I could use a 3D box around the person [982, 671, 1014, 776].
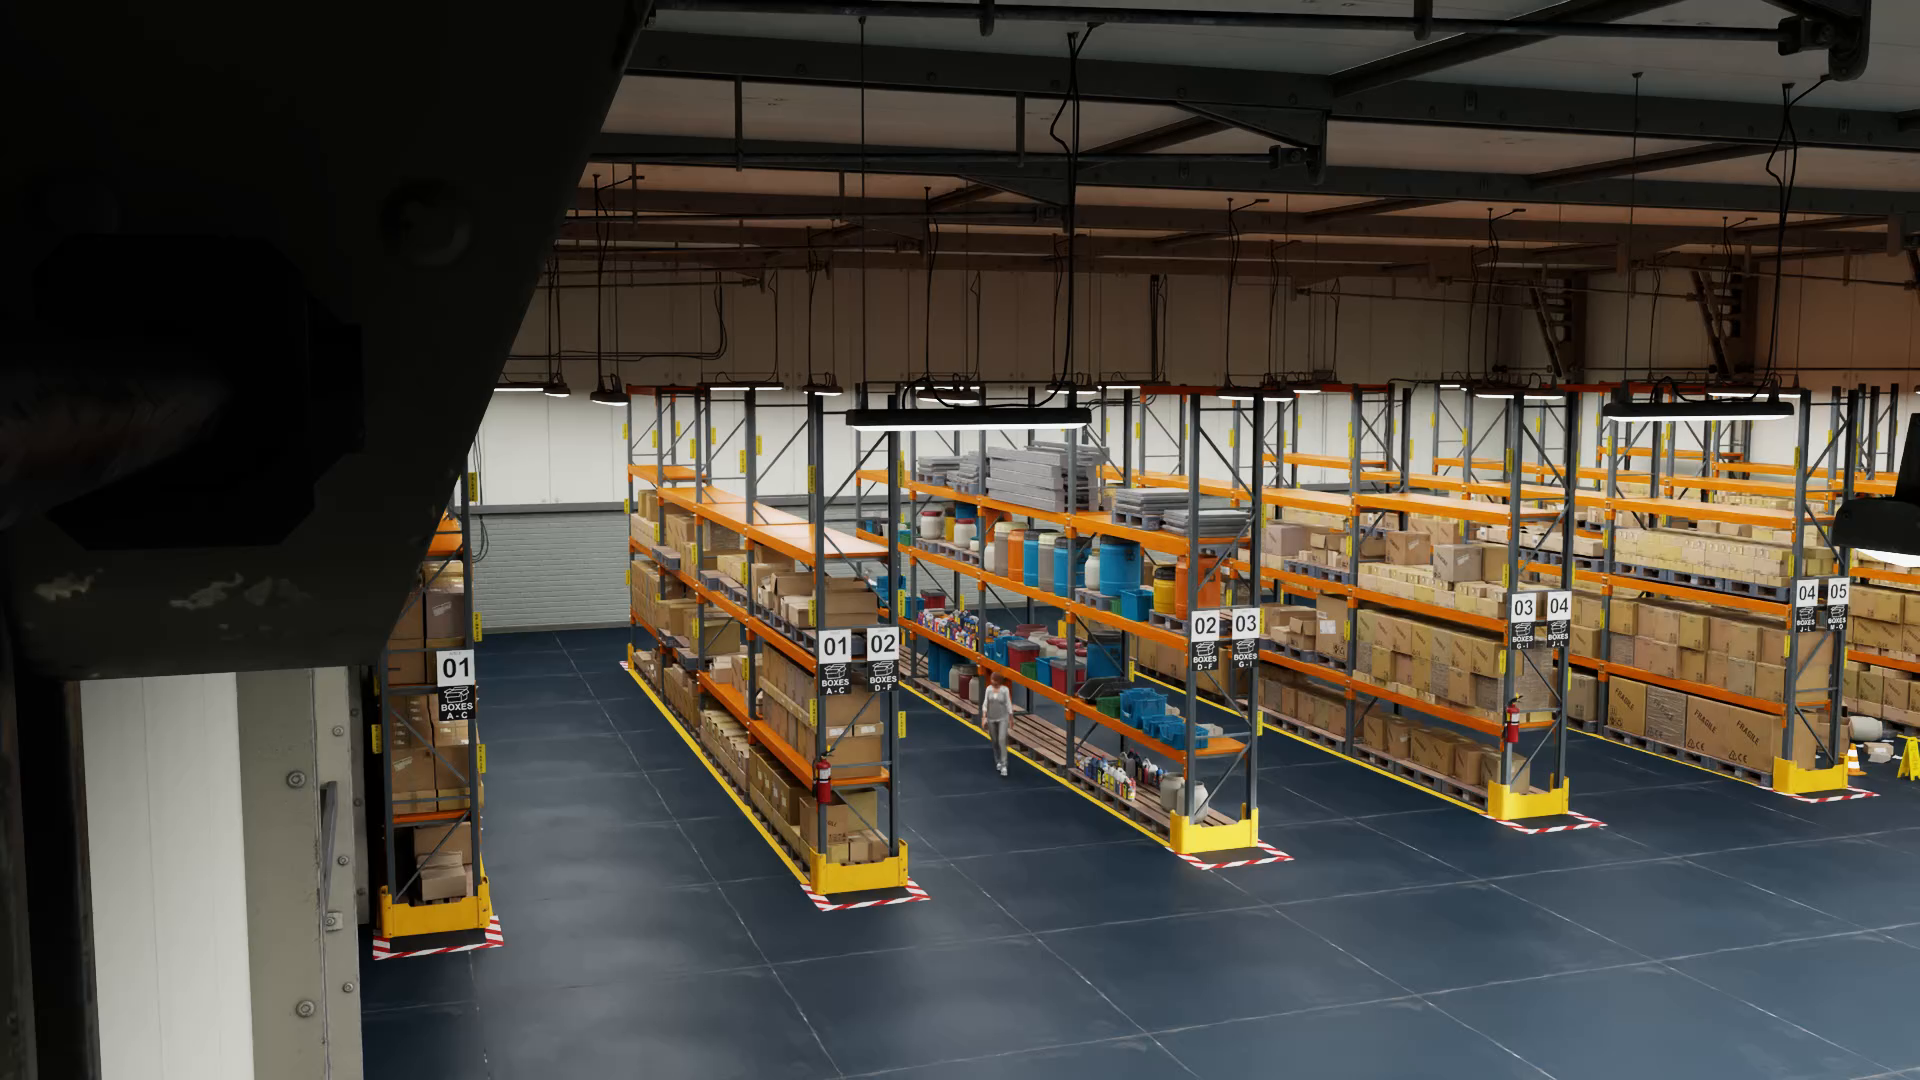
[{"bbox_3d":[0.579,2.861,26.011,0.525,1.597,0.717,2,6,20],"label":"person"}]

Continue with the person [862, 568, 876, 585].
[{"bbox_3d":[-2.159,1.492,38.399,0.975,1.731,0.517,-6,8,-44],"label":"person"}]

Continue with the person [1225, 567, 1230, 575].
[{"bbox_3d":[6.643,1.206,41.031,0.685,1.768,0.636,0,6,2],"label":"person"}]
